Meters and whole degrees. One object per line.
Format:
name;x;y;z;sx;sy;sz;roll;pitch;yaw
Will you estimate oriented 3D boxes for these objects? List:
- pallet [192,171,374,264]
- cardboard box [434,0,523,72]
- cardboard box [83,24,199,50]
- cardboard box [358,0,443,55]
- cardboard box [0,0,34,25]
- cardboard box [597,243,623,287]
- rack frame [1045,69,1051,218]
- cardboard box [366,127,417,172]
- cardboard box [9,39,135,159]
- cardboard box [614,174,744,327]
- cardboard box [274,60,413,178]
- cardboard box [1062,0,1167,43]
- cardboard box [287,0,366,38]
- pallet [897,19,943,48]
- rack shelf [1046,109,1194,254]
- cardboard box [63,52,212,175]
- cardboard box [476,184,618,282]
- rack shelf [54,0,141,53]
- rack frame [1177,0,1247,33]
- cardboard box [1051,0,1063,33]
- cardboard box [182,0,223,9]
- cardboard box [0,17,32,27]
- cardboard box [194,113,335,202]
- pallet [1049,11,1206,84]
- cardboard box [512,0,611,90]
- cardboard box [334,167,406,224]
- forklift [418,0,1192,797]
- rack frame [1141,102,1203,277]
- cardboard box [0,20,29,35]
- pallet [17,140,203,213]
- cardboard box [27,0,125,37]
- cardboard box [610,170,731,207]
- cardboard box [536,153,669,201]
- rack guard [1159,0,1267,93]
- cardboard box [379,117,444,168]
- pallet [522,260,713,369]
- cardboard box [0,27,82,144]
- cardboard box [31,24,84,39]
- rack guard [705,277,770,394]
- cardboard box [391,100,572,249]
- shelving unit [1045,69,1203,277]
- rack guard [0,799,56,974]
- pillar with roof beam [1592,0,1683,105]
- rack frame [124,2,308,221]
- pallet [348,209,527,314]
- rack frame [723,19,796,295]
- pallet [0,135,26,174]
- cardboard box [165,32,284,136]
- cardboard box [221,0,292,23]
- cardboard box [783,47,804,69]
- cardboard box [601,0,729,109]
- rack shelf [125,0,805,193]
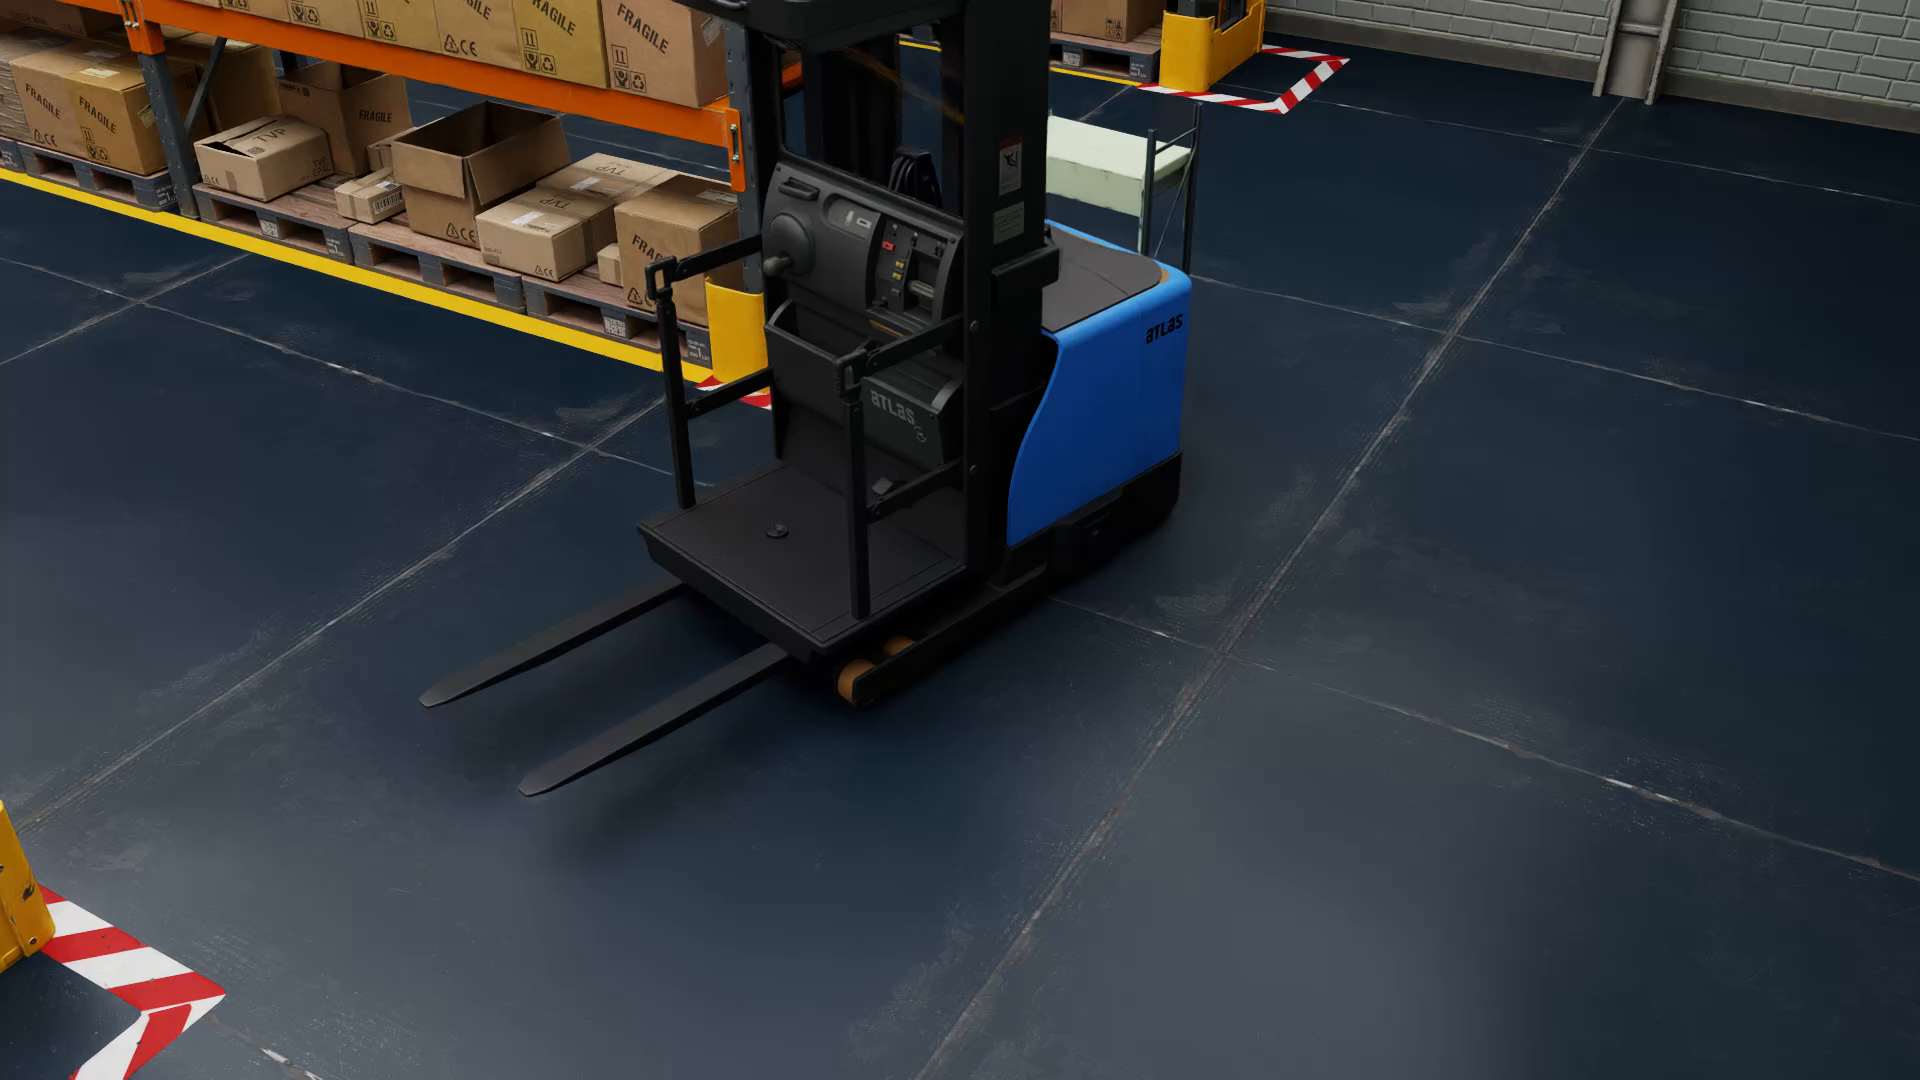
pallet;-3.569;-1.977;9.529;1.213;0.211;1.003;18;37;24
cardboard box;-2.098;-2.542;7.770;0.500;0.500;0.500;18;38;25
cardboard box;-4.932;-2.862;10.199;0.500;0.500;0.500;18;38;25
cardboard box;-2.535;-2.680;7.979;0.500;0.500;0.500;17;37;24
cardboard box;-5.767;-3.445;10.399;0.500;0.250;0.500;17;37;24
cardboard box;-1.593;-1.417;8.330;0.250;0.166;0.380;18;37;24
rack frame;0.261;-1.283;7.324;0.023;1.500;0.400;22;40;29
cardboard box;-3.174;-2.229;9.567;0.250;0.149;0.380;18;37;24
cardboard box;-5.160;-2.608;9.818;0.500;0.500;0.500;18;38;25
cardboard box;-1.286;-1.401;8.006;0.500;0.500;0.500;18;37;24
cardboard box;-3.529;-2.450;9.581;0.500;0.500;0.500;18;37;24
cardboard box;1.106;-3.891;11.763;0.500;0.500;0.700;18;37;24
cardboard box;-2.978;-2.820;8.188;0.500;0.500;0.500;17;37;24
pallet;-0.025;-3.970;12.521;1.213;0.211;1.003;18;37;24
rack shelf;0.556;-1.488;6.928;0.720;0.370;0.431;22;40;29
cardboard box;-4.735;-2.468;9.608;0.500;0.500;0.500;17;37;24
cardboard box;-2.096;-1.572;8.489;0.500;0.250;0.500;18;37;24
rack shelf;-5.901;-3.578;10.066;4.000;0.370;1.077;18;37;24
rack frame;1.763;-4.612;10.970;0.127;3.000;1.000;18;37;24
cardboard box;0.671;-4.028;11.969;0.500;0.500;0.700;17;37;24
cardboard box;-3.857;-3.098;8.605;0.500;0.500;0.500;19;38;26
cardboard box;-5.801;-3.142;10.620;0.500;0.500;0.500;16;37;23
cardboard box;-3.907;-2.172;9.334;0.500;0.311;0.500;18;37;24
pallet;1.030;-3.634;12.016;1.213;0.211;1.003;18;37;24
cardboard box;-1.668;-2.402;7.560;0.500;0.500;0.500;18;38;25
cardboard box;-3.151;-1.878;9.024;0.250;0.166;0.380;18;37;24
forklift;-0.498;-0.959;5.545;3.031;2.935;1.130;-29;43;-36
rack frame;0.852;-1.044;6.964;0.023;1.500;0.400;22;40;29
cardboard box;-6.038;-2.885;10.234;0.500;0.500;0.500;16;37;23
pallet;-4.889;-2.372;10.122;1.213;0.211;1.003;18;37;24
cardboard box;-5.332;-3.307;10.192;0.500;0.250;0.500;18;38;24
cardboard box;-1.457;-1.689;8.664;0.500;0.250;0.500;18;37;24
cardboard box;-1.891;-1.827;8.871;0.500;0.250;0.500;18;37;24
rack guard;1.784;-3.565;11.652;0.348;0.500;1.175;18;37;24
cardboard box;-2.878;-2.165;9.323;0.500;0.311;0.500;18;37;24
pallet;-1.450;-1.306;8.521;1.213;0.211;1.003;18;37;24
cardboard box;-5.595;-2.746;10.025;0.500;0.500;0.500;18;38;25
cardboard box;-5.362;-3.003;10.411;0.500;0.500;0.500;18;38;25
rack guard;-0.757;-1.208;8.112;0.348;0.500;1.175;18;37;24
cardboard box;-2.531;-1.957;8.838;0.637;0.503;0.797;18;37;24
shelving unit;0.556;-1.163;7.144;0.755;1.500;0.431;22;40;29
rack guard;-3.125;1.196;4.502;0.348;0.500;1.175;18;37;24
pillar with roof beam;2.401;-4.711;5.706;0.400;9.000;9.100;18;37;24
rack frame;-4.164;-3.327;9.040;0.127;3.000;1.000;18;37;24
pallet;-2.505;-1.642;9.026;1.213;0.211;1.003;18;37;24
rack frame;-0.691;-2.227;7.388;0.127;3.000;1.000;18;37;24
pallet;-5.953;-2.707;10.625;1.213;0.211;1.003;18;37;24
cardboard box;-4.463;-2.720;9.987;0.500;0.500;0.500;16;37;22
cardboard box;-3.411;-2.958;8.396;0.500;0.500;0.500;18;38;25
cardboard box;-0.946;-2.518;7.734;0.500;0.500;0.500;18;38;25
cardboard box;-1.215;-2.261;7.349;0.500;0.500;0.500;19;38;26
rack shelf;-2.428;-2.478;8.414;4.000;0.370;1.077;18;37;24
